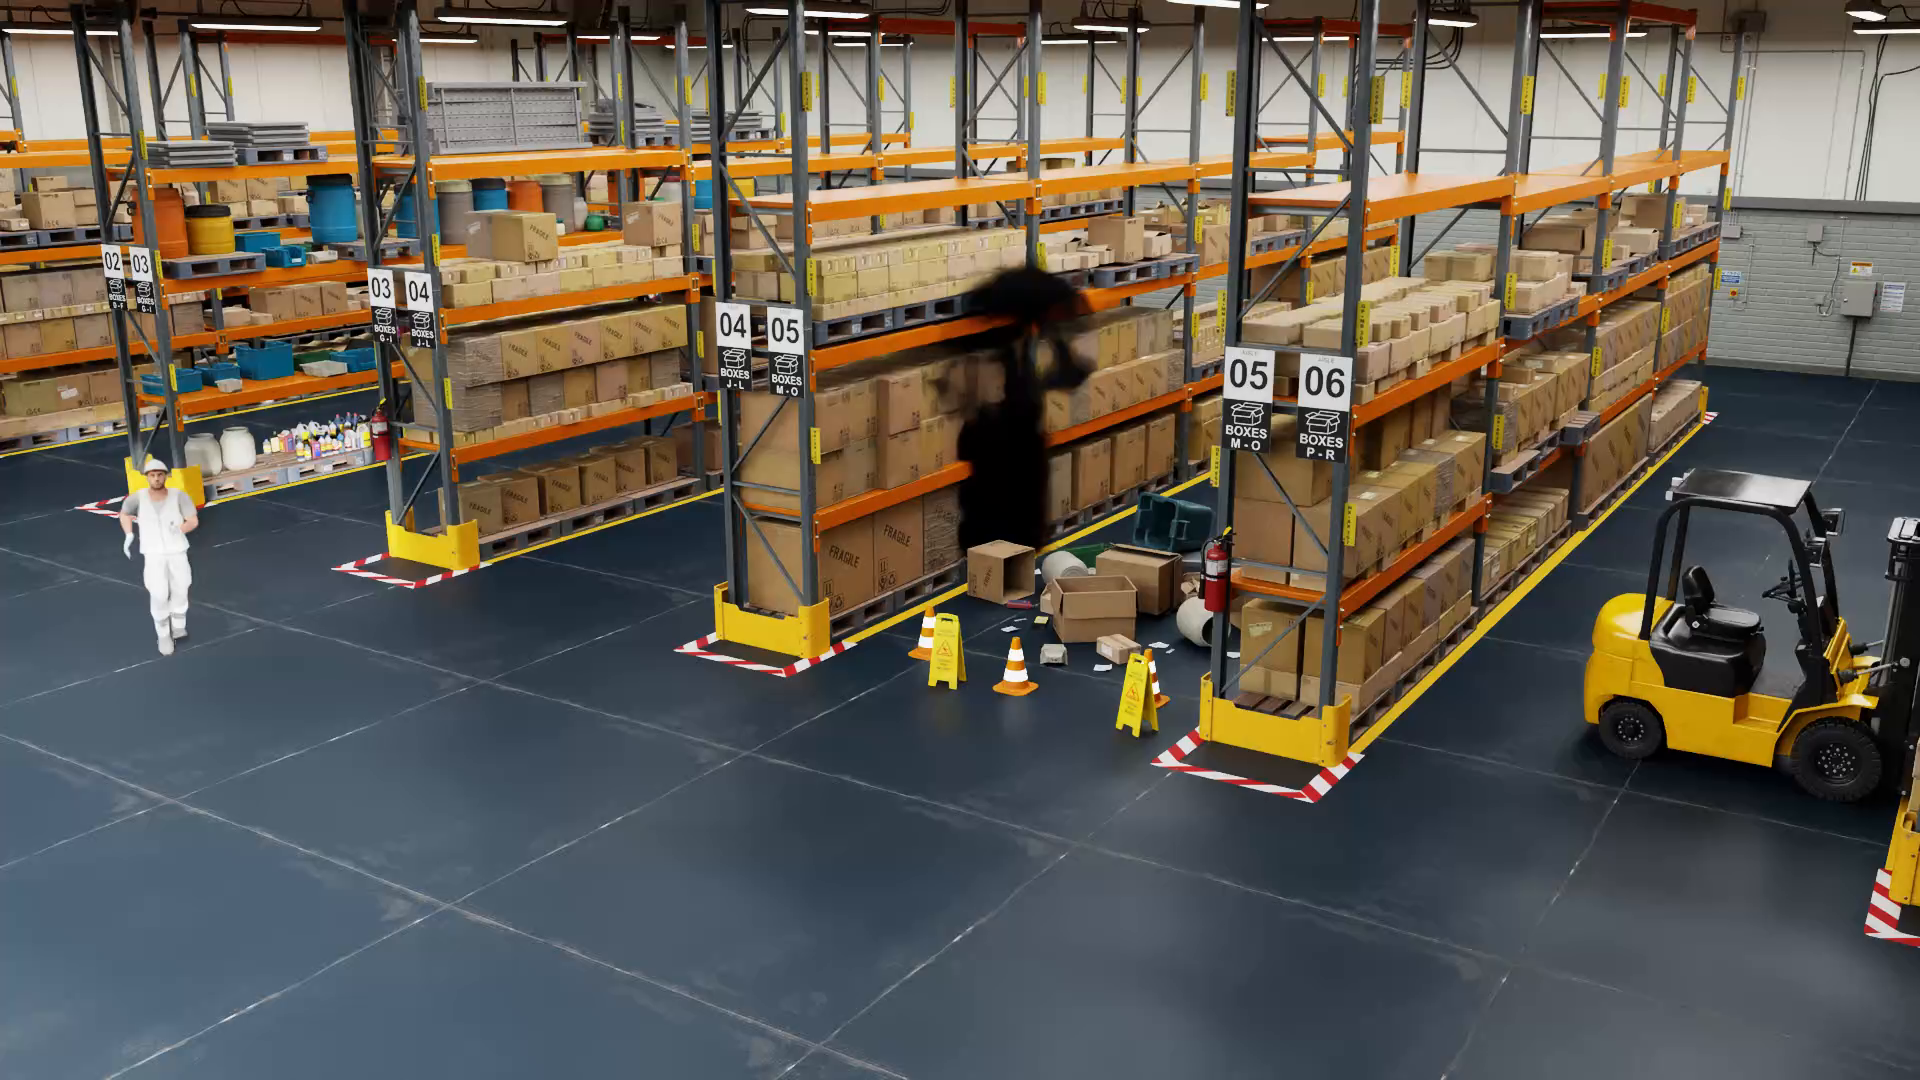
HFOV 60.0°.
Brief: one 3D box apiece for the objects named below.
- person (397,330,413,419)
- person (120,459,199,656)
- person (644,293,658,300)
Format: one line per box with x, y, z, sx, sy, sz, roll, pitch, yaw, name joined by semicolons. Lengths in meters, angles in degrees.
-8.761;-2.664;25.606;0.713;1.728;0.661;12;20;37;person
-7.341;0.152;15.347;0.640;1.819;0.739;-9;18;-29;person
-5.622;-4.048;30.553;0.714;1.733;0.791;8;18;27;person
